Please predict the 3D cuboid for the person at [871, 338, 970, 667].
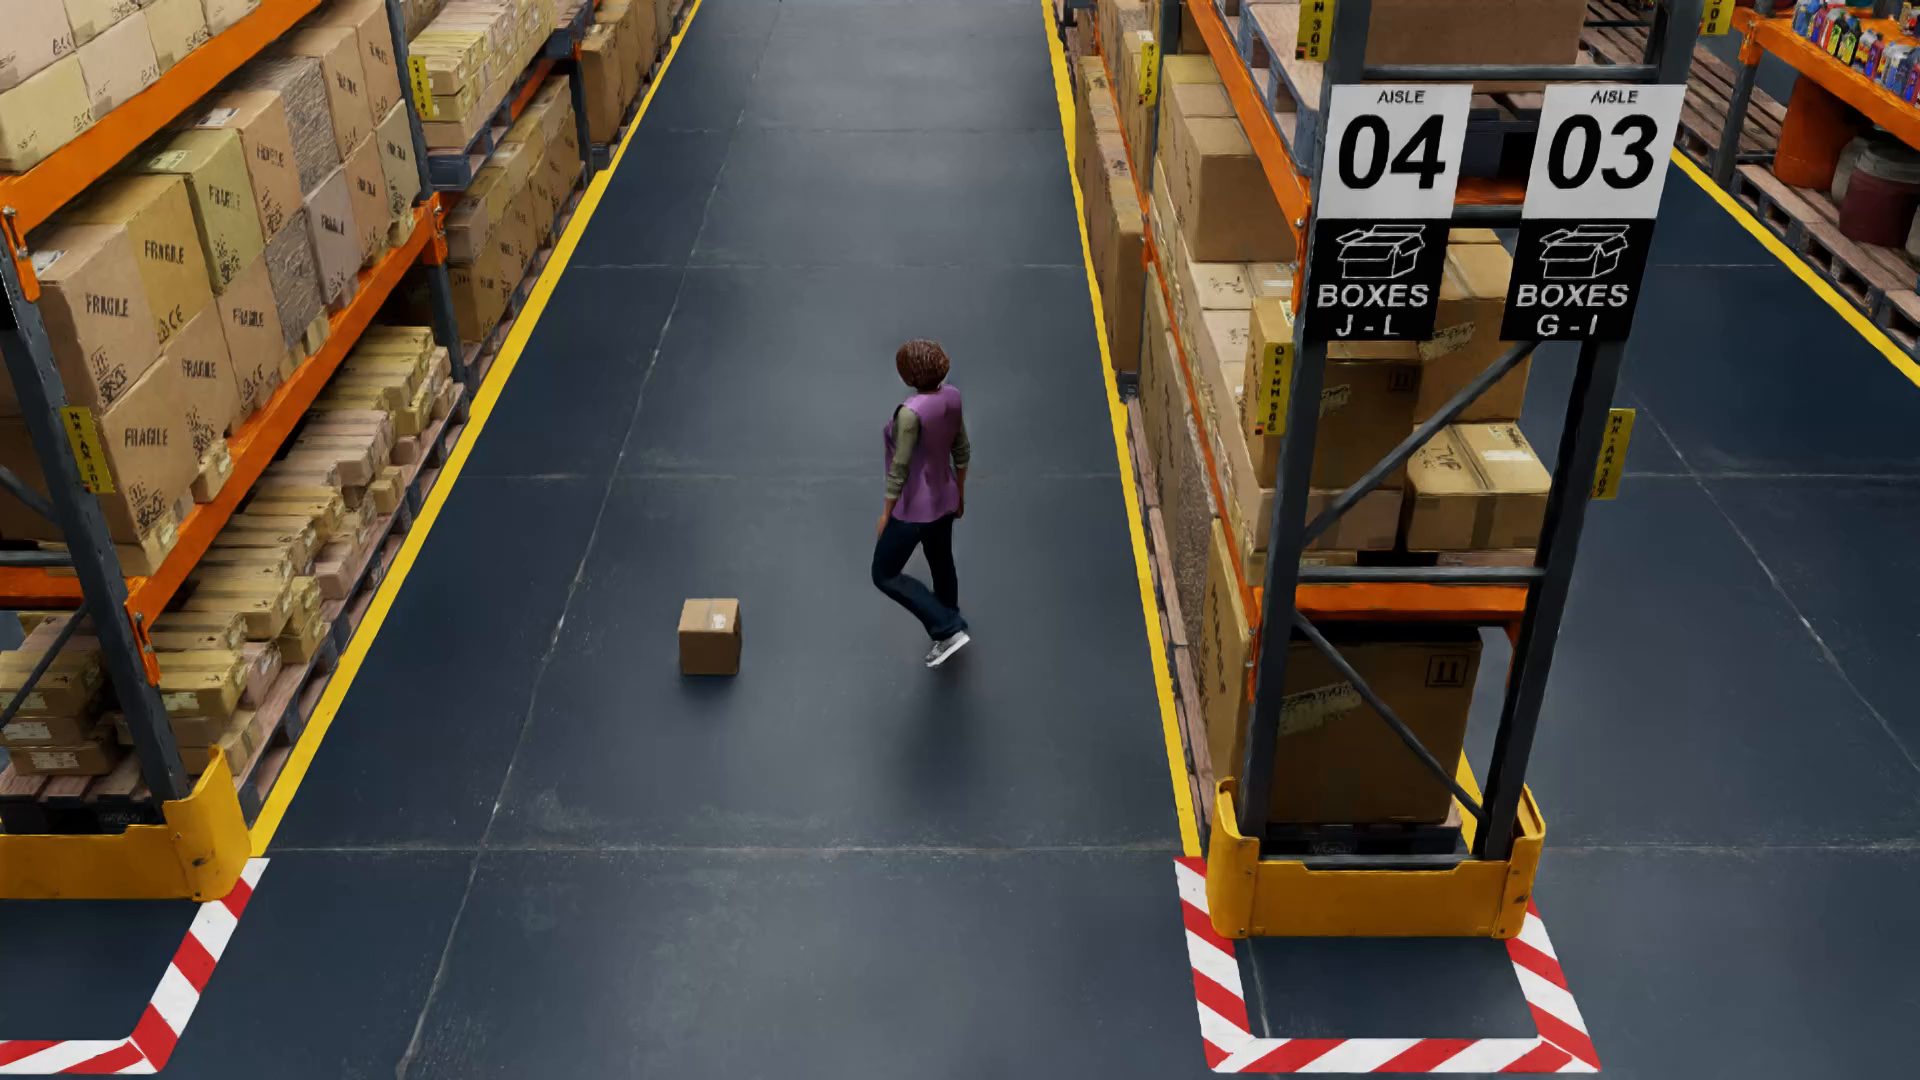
[{"bbox_3d":[-0.100,-0.148,7.347,0.498,1.594,0.560,20,37,29],"label":"person"}]
